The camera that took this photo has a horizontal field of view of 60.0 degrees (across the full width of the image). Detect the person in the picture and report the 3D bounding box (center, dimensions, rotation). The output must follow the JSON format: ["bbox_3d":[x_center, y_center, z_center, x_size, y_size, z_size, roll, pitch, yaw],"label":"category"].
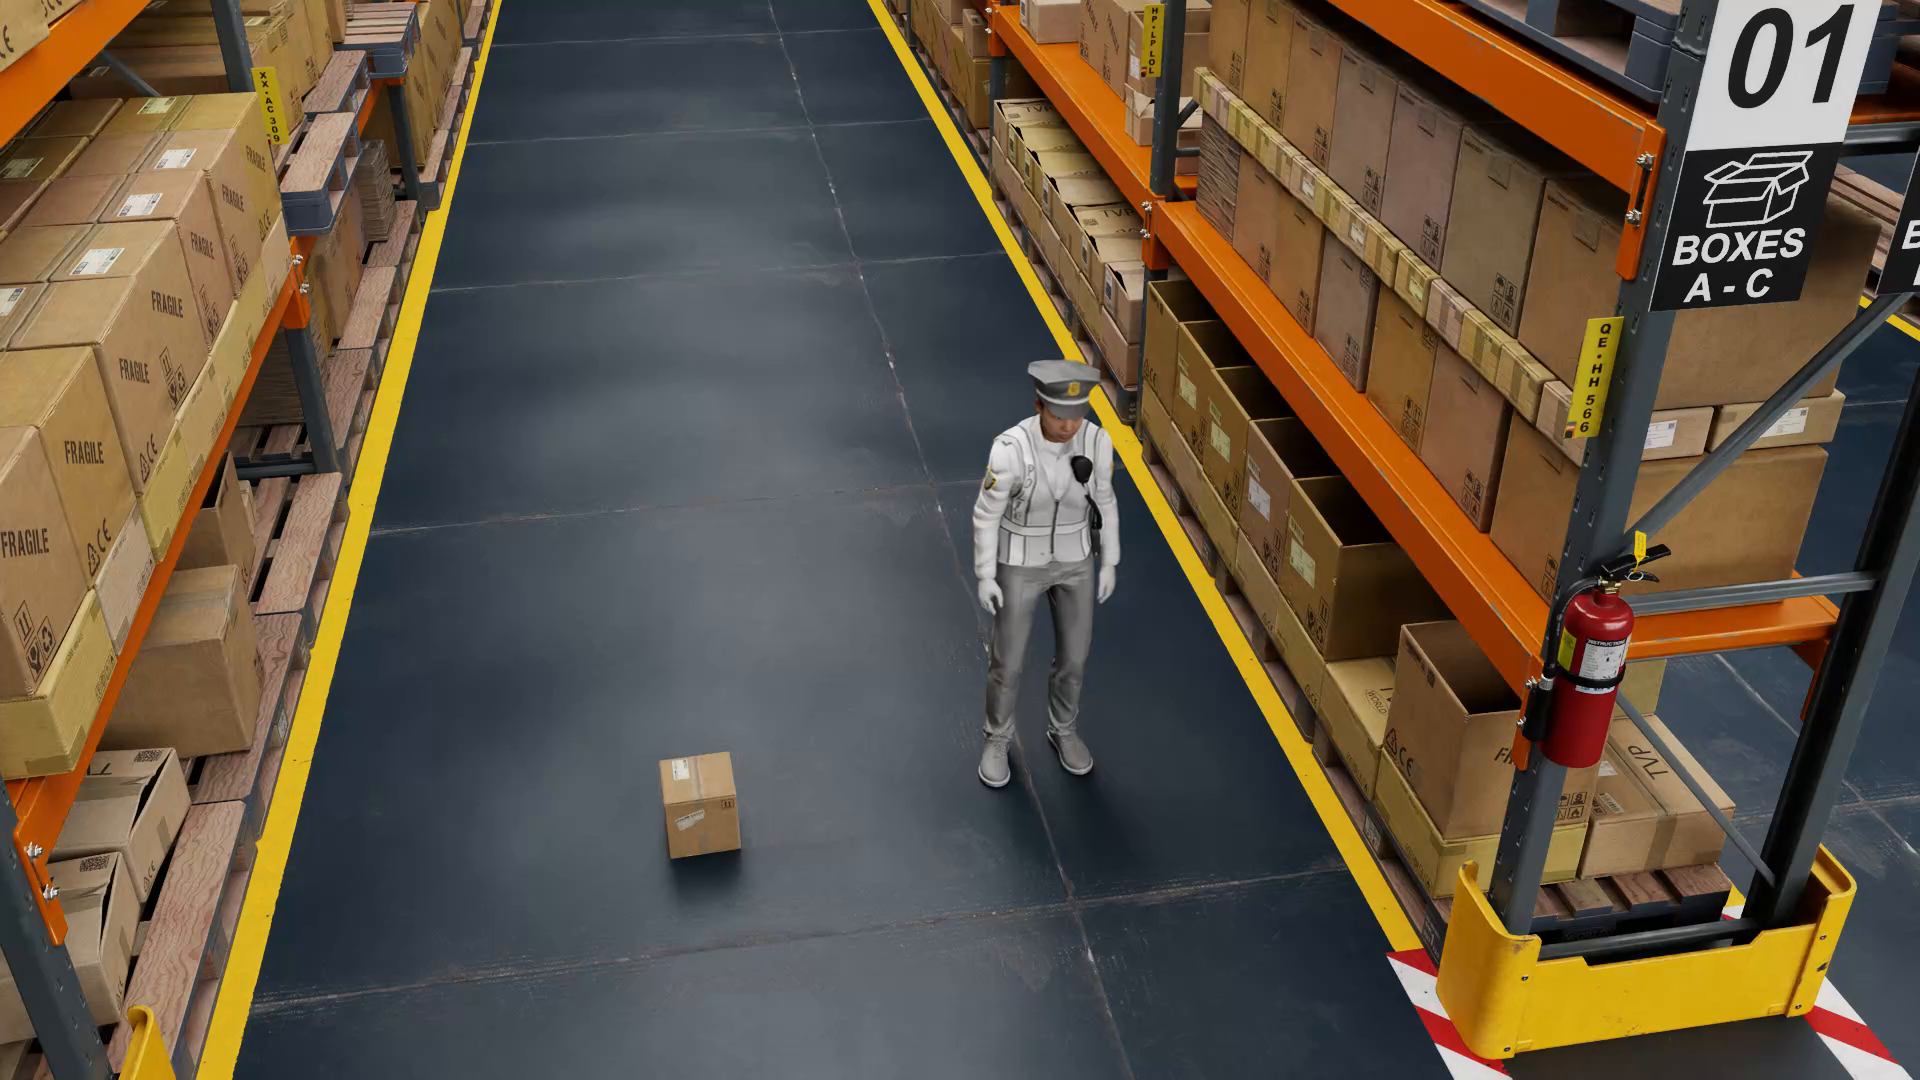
[{"bbox_3d":[0.312,0.109,5.946,0.534,1.663,0.379,-6,31,-10],"label":"person"}]
